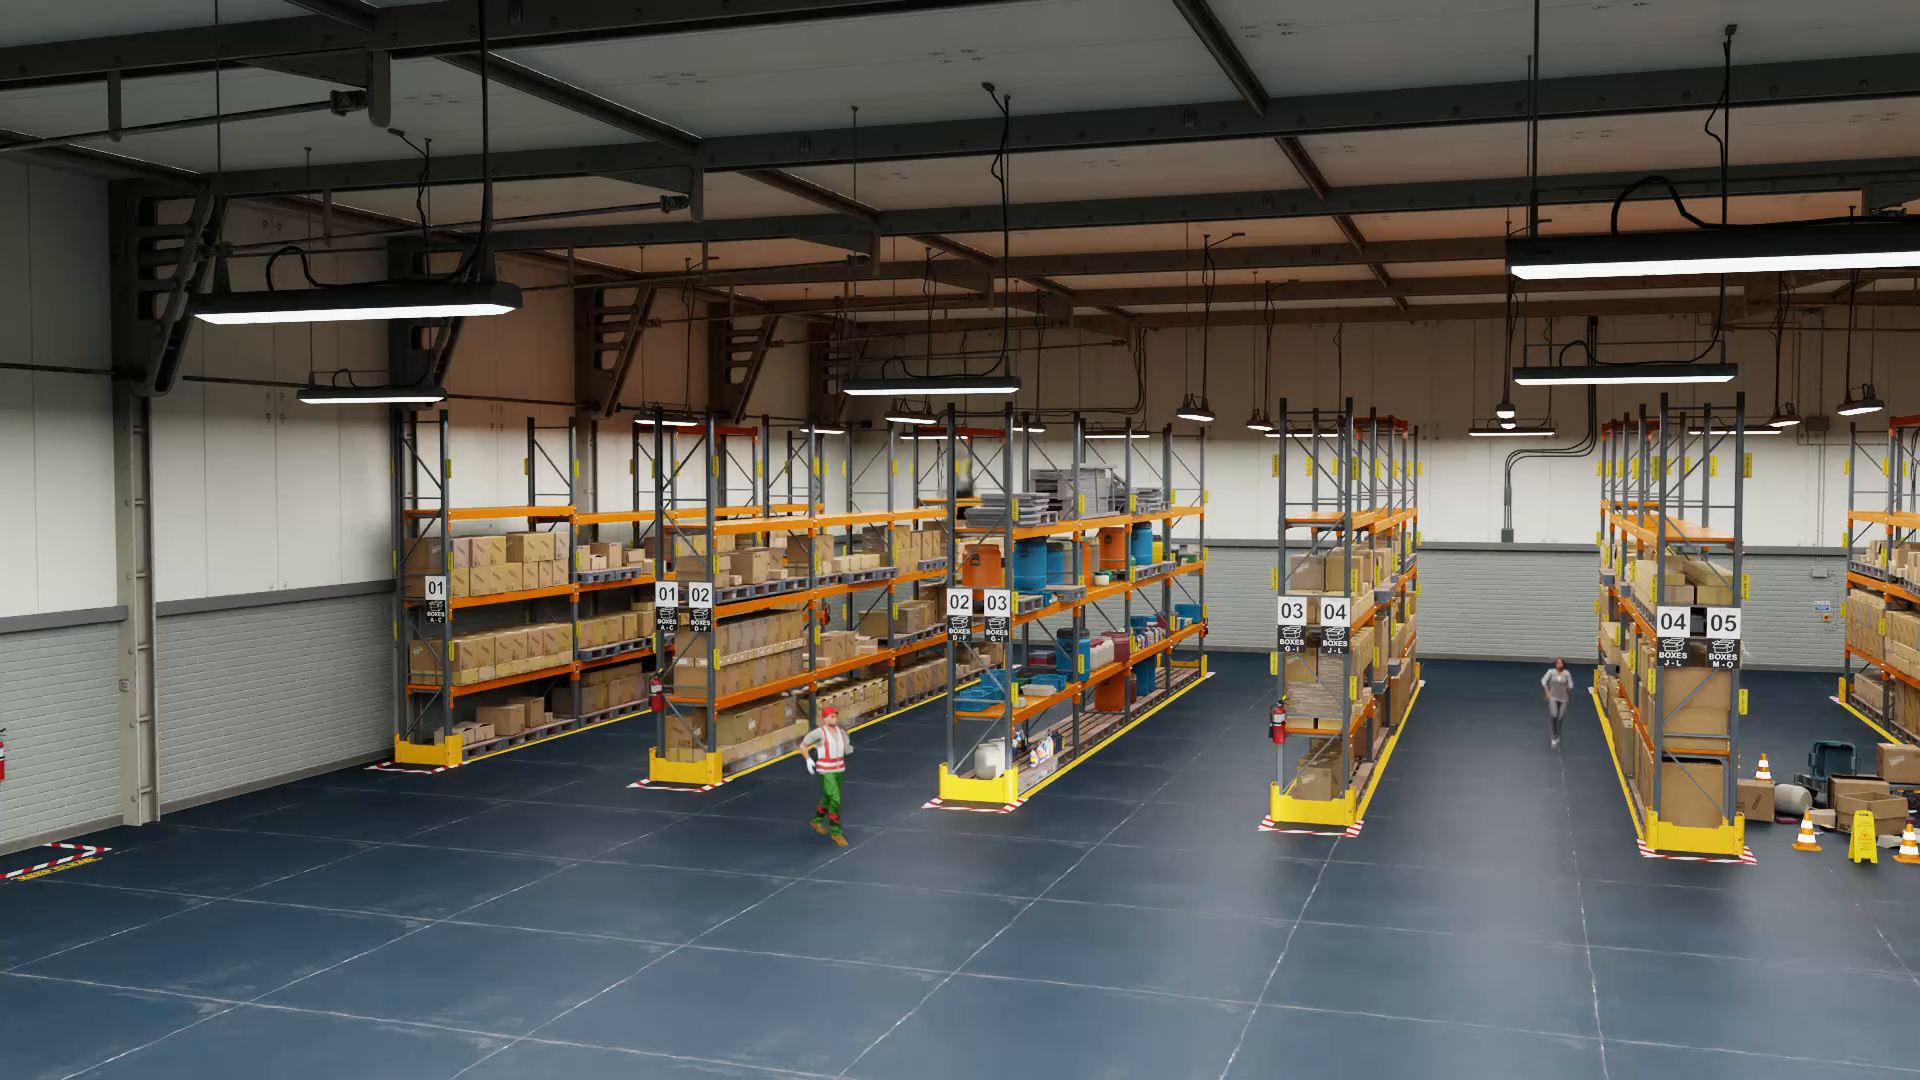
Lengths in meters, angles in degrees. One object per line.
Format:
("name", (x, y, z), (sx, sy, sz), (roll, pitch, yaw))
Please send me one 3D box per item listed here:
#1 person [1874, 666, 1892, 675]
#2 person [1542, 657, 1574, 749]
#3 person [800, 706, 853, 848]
("person", (20.250, 2.536, 36.451), (0.694, 1.774, 0.902), (-2, 3, -34))
("person", (10.779, 2.921, 29.959), (0.519, 1.644, 0.722), (0, 2, 11))
("person", (-1.746, 3.134, 22.262), (0.859, 1.833, 0.651), (2, 3, 41))
